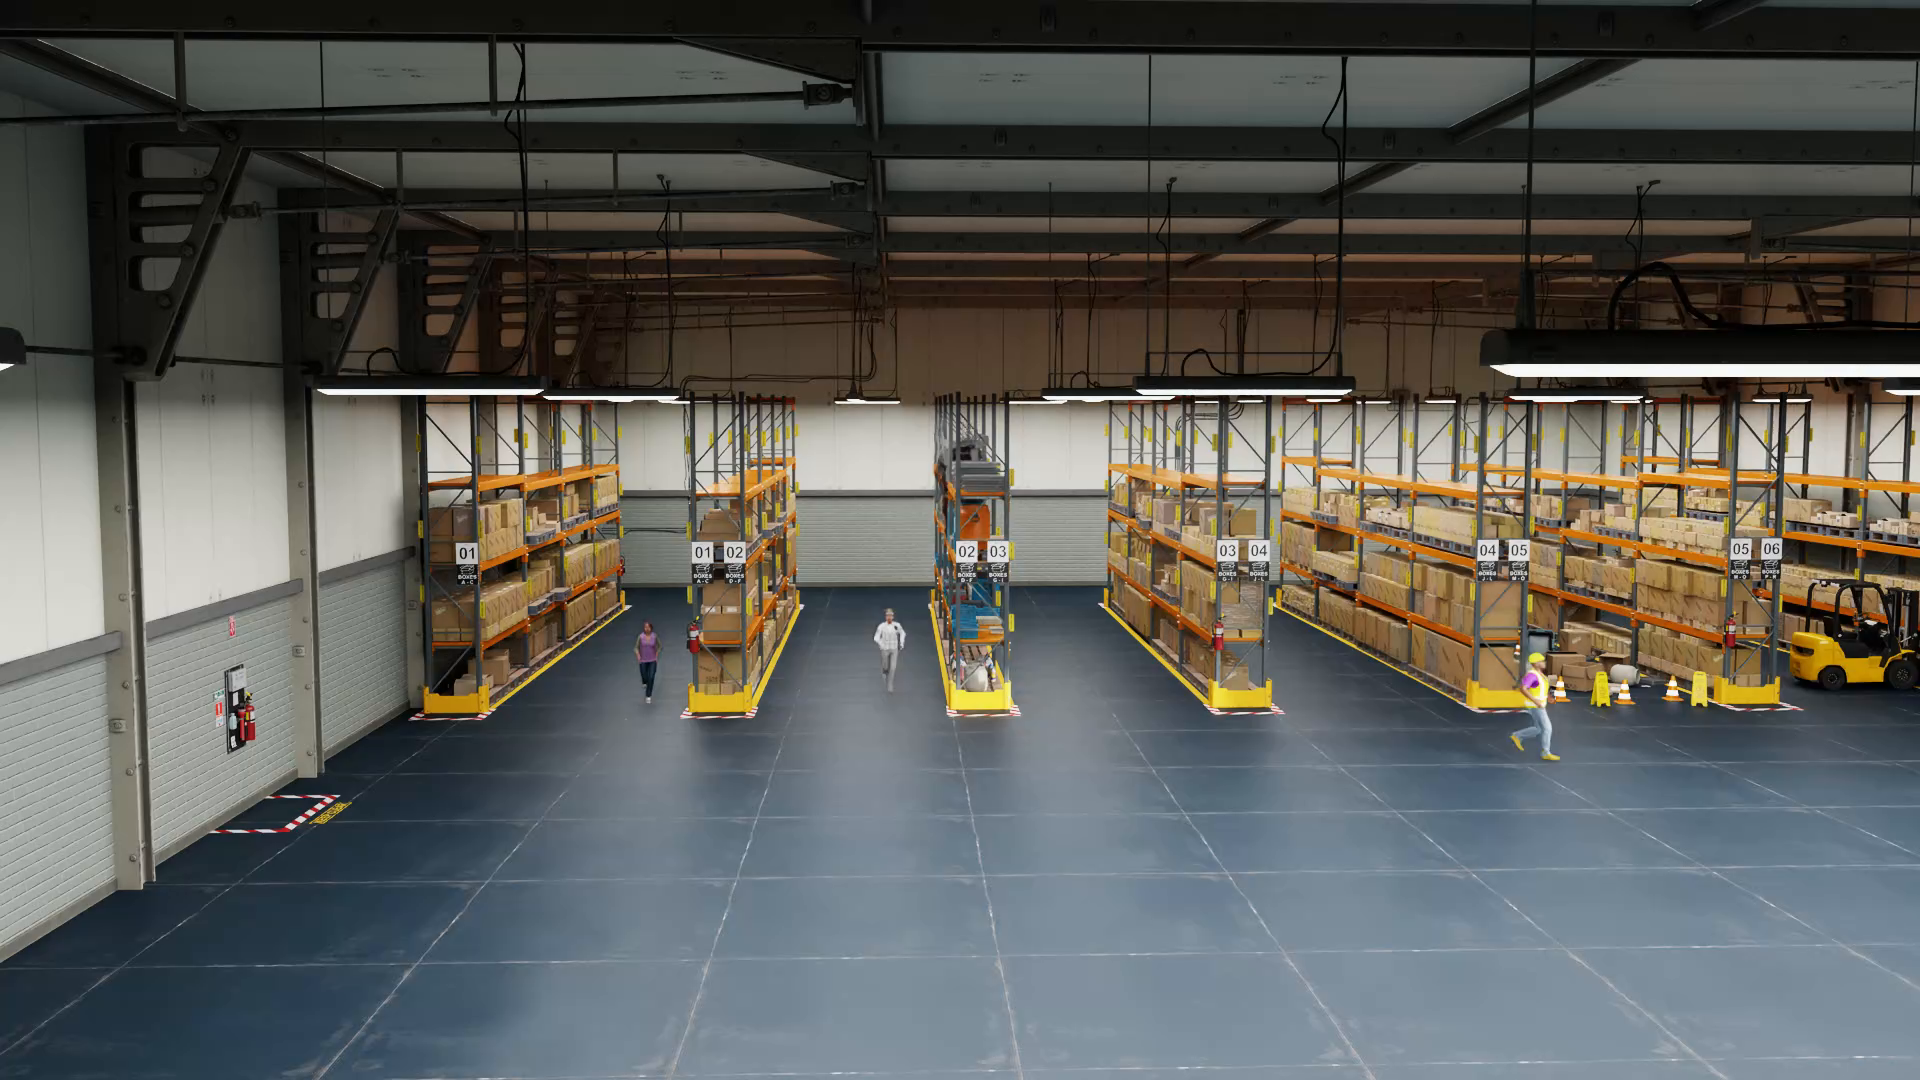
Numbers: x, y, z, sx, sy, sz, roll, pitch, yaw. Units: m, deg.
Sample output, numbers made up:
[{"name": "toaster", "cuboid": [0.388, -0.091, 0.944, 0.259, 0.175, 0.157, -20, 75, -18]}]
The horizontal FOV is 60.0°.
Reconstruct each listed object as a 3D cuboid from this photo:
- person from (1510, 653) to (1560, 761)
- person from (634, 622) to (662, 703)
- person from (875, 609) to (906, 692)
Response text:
[{"name": "person", "cuboid": [9.346, 2.698, 26.996, 0.810, 1.737, 0.732, 2, 5, 29]}, {"name": "person", "cuboid": [-6.064, 2.364, 32.375, 0.536, 1.561, 0.633, -1, 5, -11]}, {"name": "person", "cuboid": [-1.401, 2.210, 33.576, 0.632, 1.661, 0.869, 0, 5, -5]}]
